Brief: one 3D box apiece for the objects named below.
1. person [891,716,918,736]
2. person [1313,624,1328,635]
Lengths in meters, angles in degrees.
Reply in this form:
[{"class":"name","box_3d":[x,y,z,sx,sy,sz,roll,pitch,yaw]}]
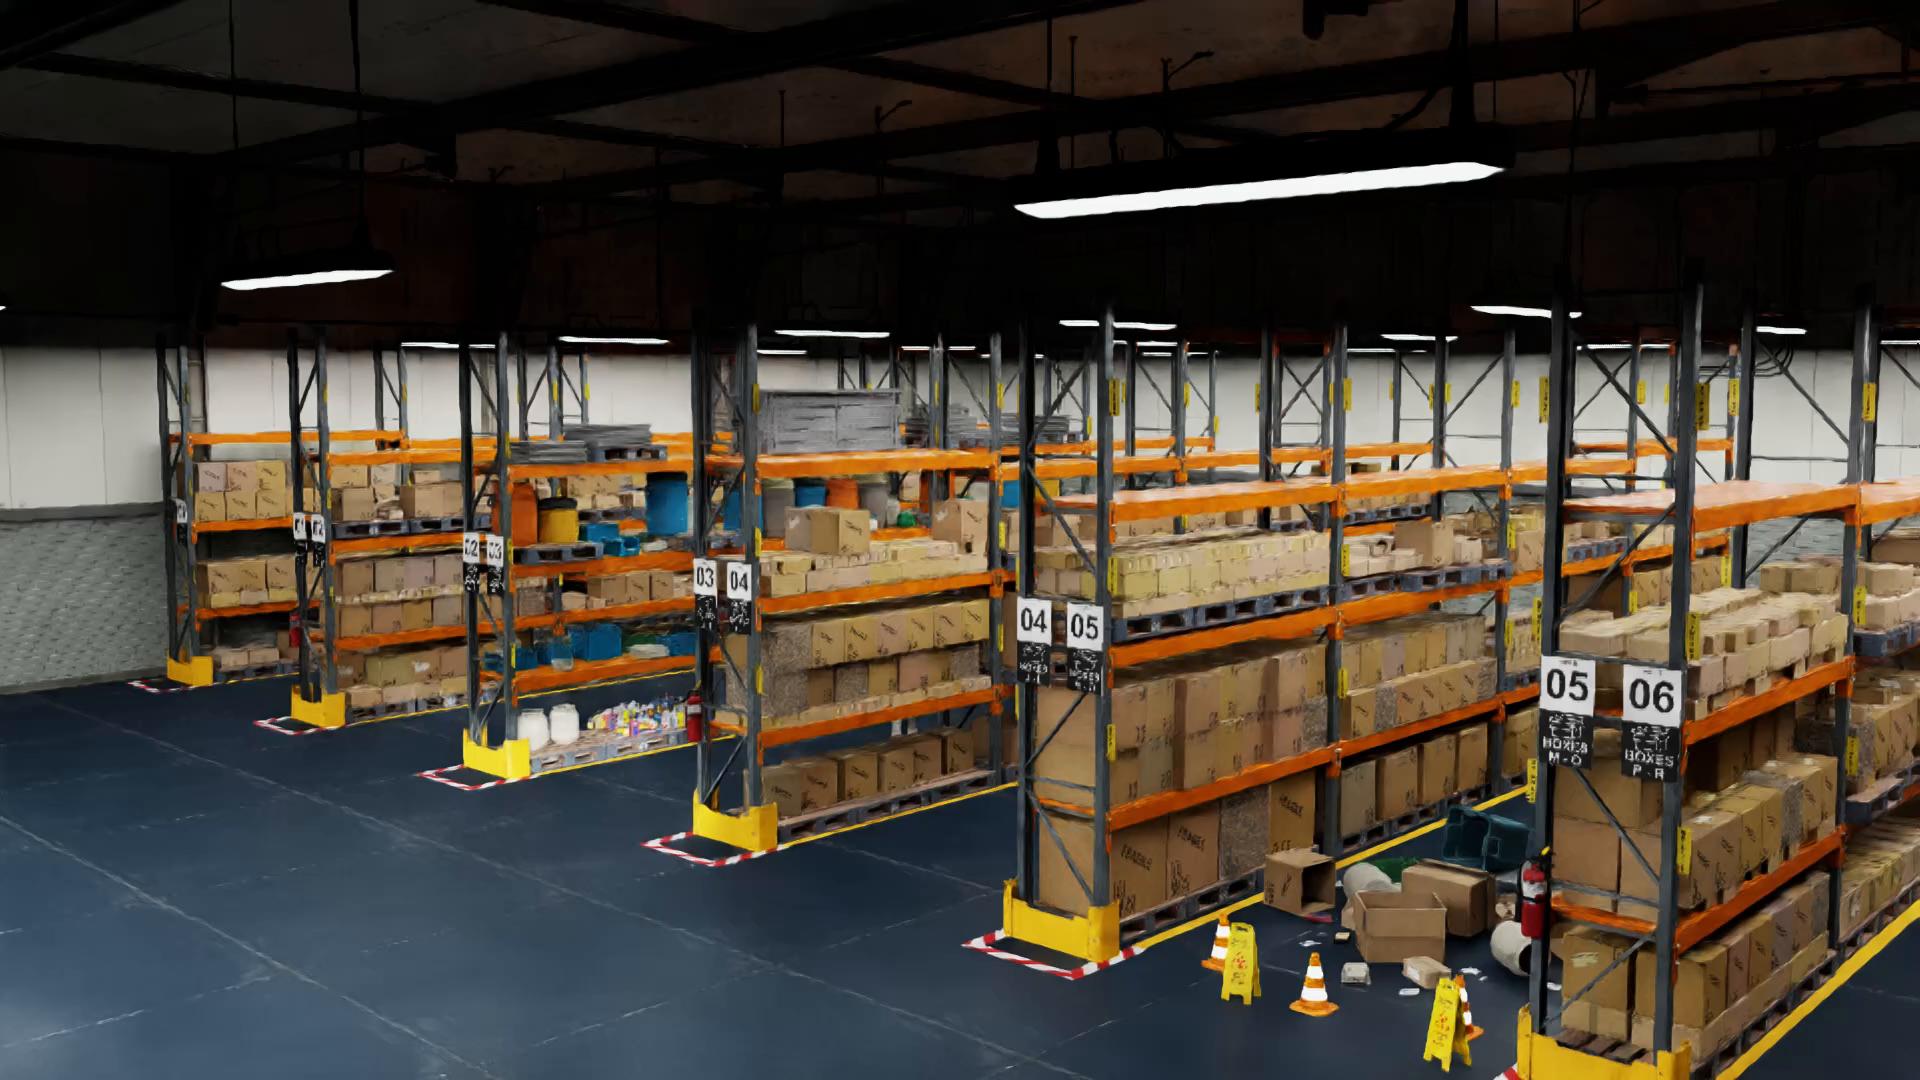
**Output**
[{"class":"person","box_3d":[-0.822,2.095,23.061,0.608,1.787,0.489,-2,6,-17]},{"class":"person","box_3d":[5.415,2.033,24.823,0.639,1.628,0.506,5,7,41]}]
